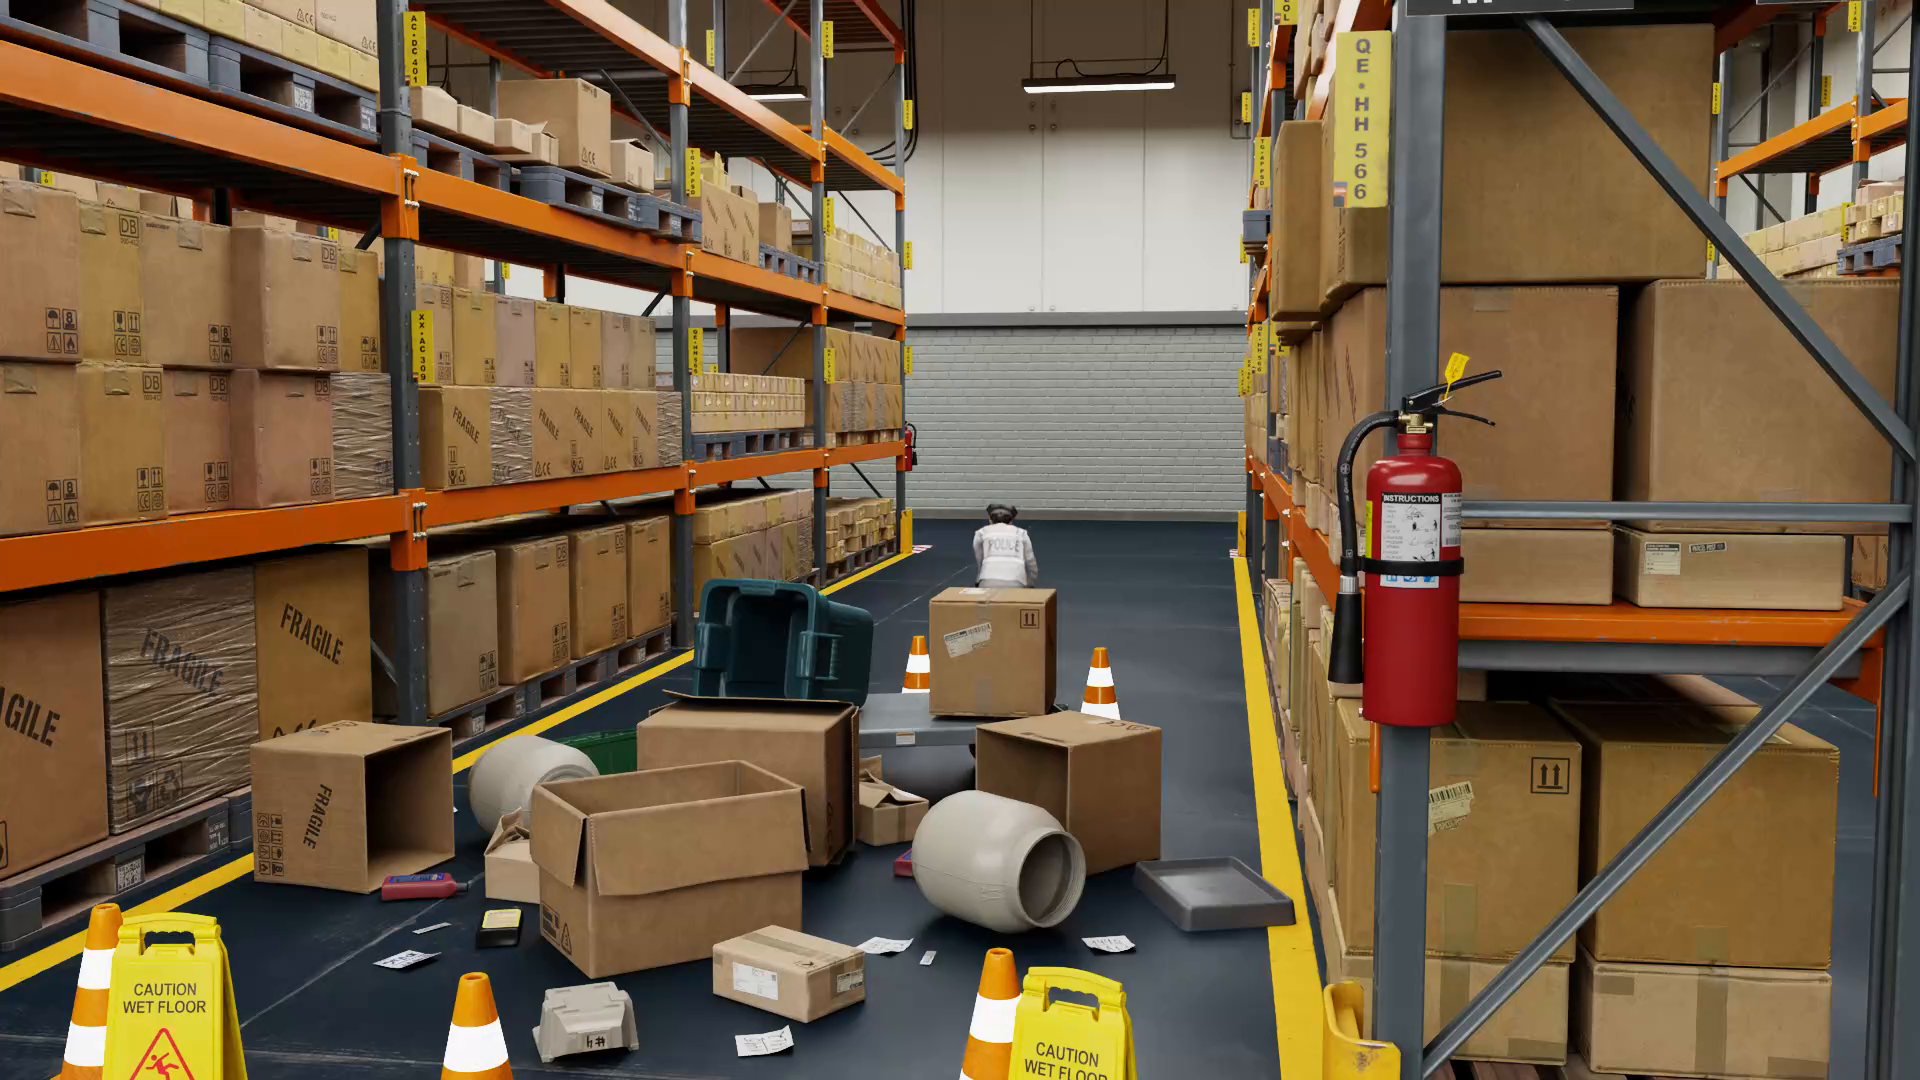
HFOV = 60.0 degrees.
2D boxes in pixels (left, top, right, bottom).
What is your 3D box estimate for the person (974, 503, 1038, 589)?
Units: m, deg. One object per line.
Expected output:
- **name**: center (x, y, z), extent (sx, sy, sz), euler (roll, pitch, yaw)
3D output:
- **person**: center (0.343, 0.210, 12.732), extent (0.490, 0.969, 0.823), euler (1, 5, 8)
